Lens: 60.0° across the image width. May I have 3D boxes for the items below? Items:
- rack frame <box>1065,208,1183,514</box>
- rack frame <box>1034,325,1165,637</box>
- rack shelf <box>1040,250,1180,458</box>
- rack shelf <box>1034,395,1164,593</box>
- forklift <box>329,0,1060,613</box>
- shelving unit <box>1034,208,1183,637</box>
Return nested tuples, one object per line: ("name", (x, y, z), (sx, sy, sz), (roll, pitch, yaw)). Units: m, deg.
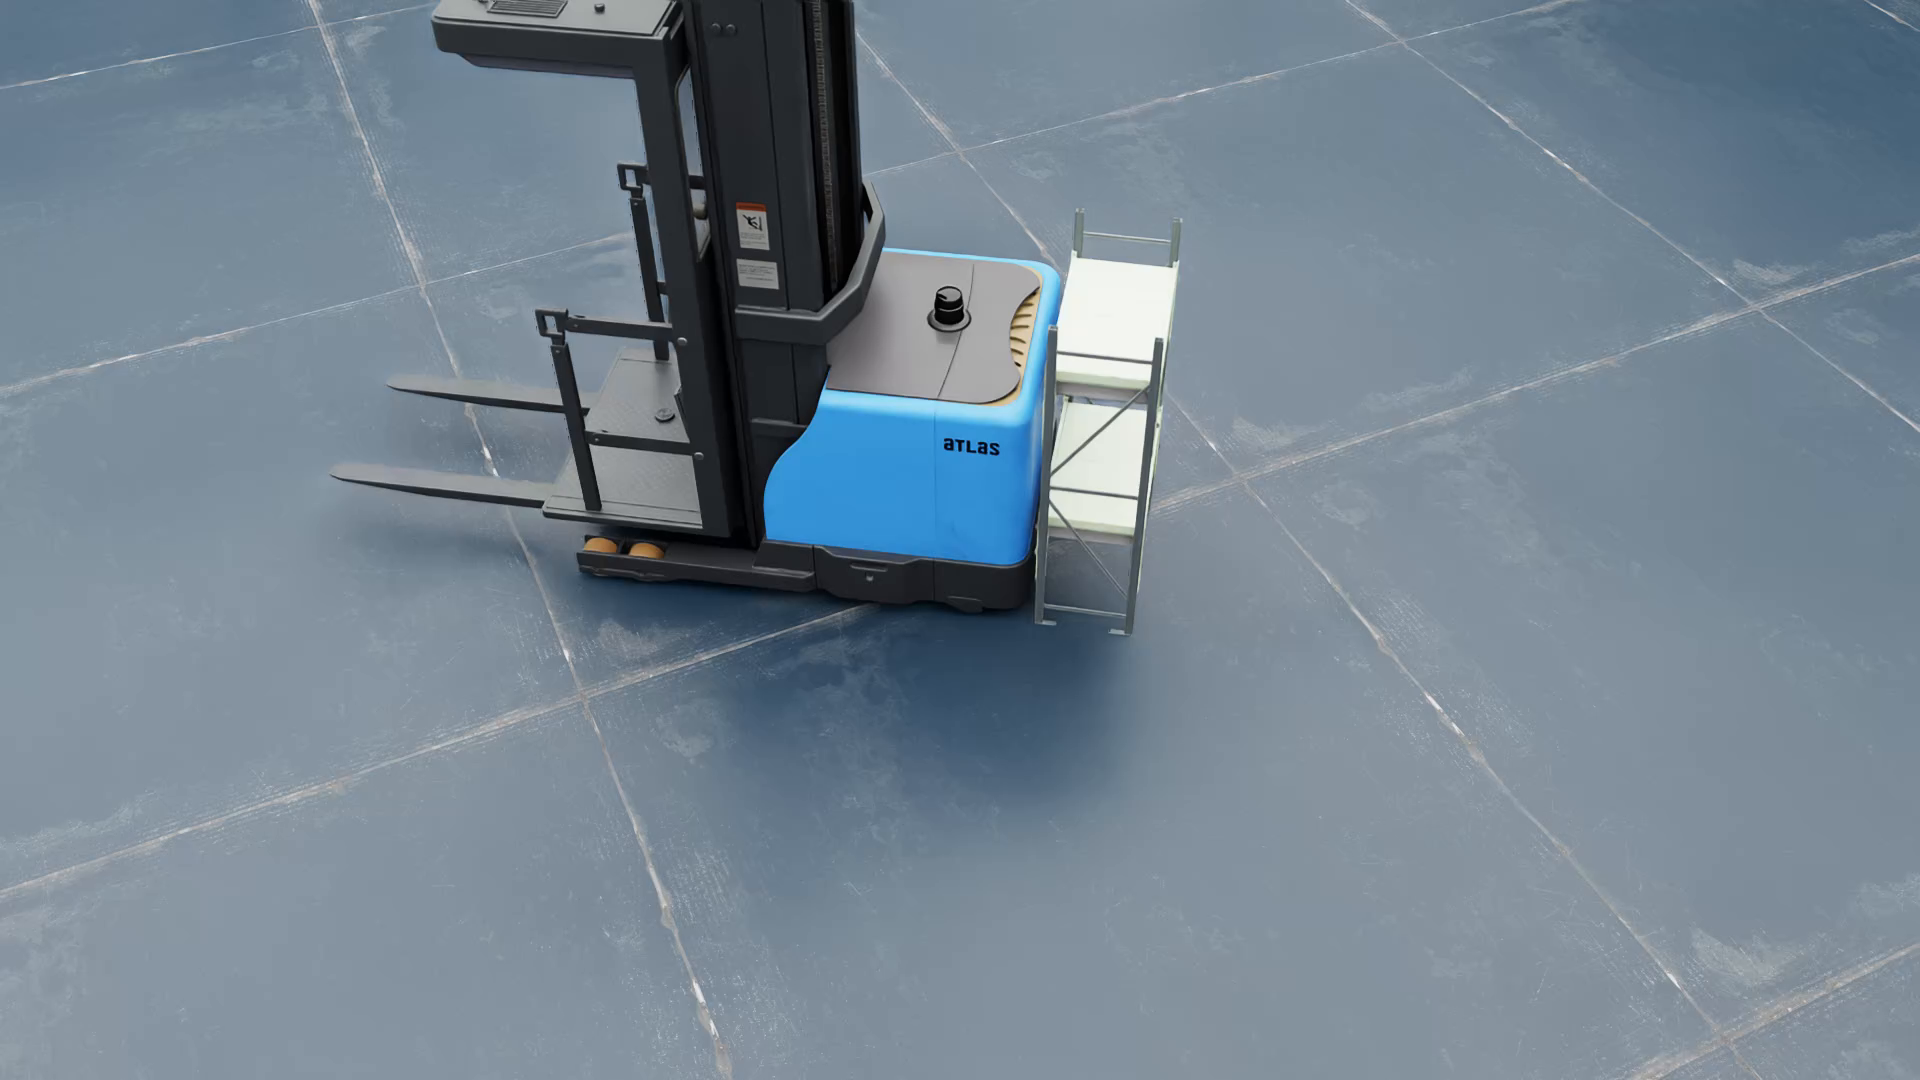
("rack frame", (0.631, -0.680, 6.740), (0.400, 1.500, 0.023), (7, 45, 7))
("rack frame", (0.501, -0.174, 6.227), (0.400, 1.500, 0.023), (7, 45, 7))
("rack shelf", (0.566, -0.705, 6.209), (0.431, 0.370, 0.720), (7, 45, 7))
("rack shelf", (0.565, -0.195, 6.712), (0.431, 0.370, 0.720), (7, 45, 7))
("forklift", (-1.144, -1.230, 6.278), (3.031, 2.935, 1.130), (6, 45, 6))
("shelving unit", (0.566, -0.427, 6.483), (0.431, 1.500, 0.755), (7, 45, 7))
